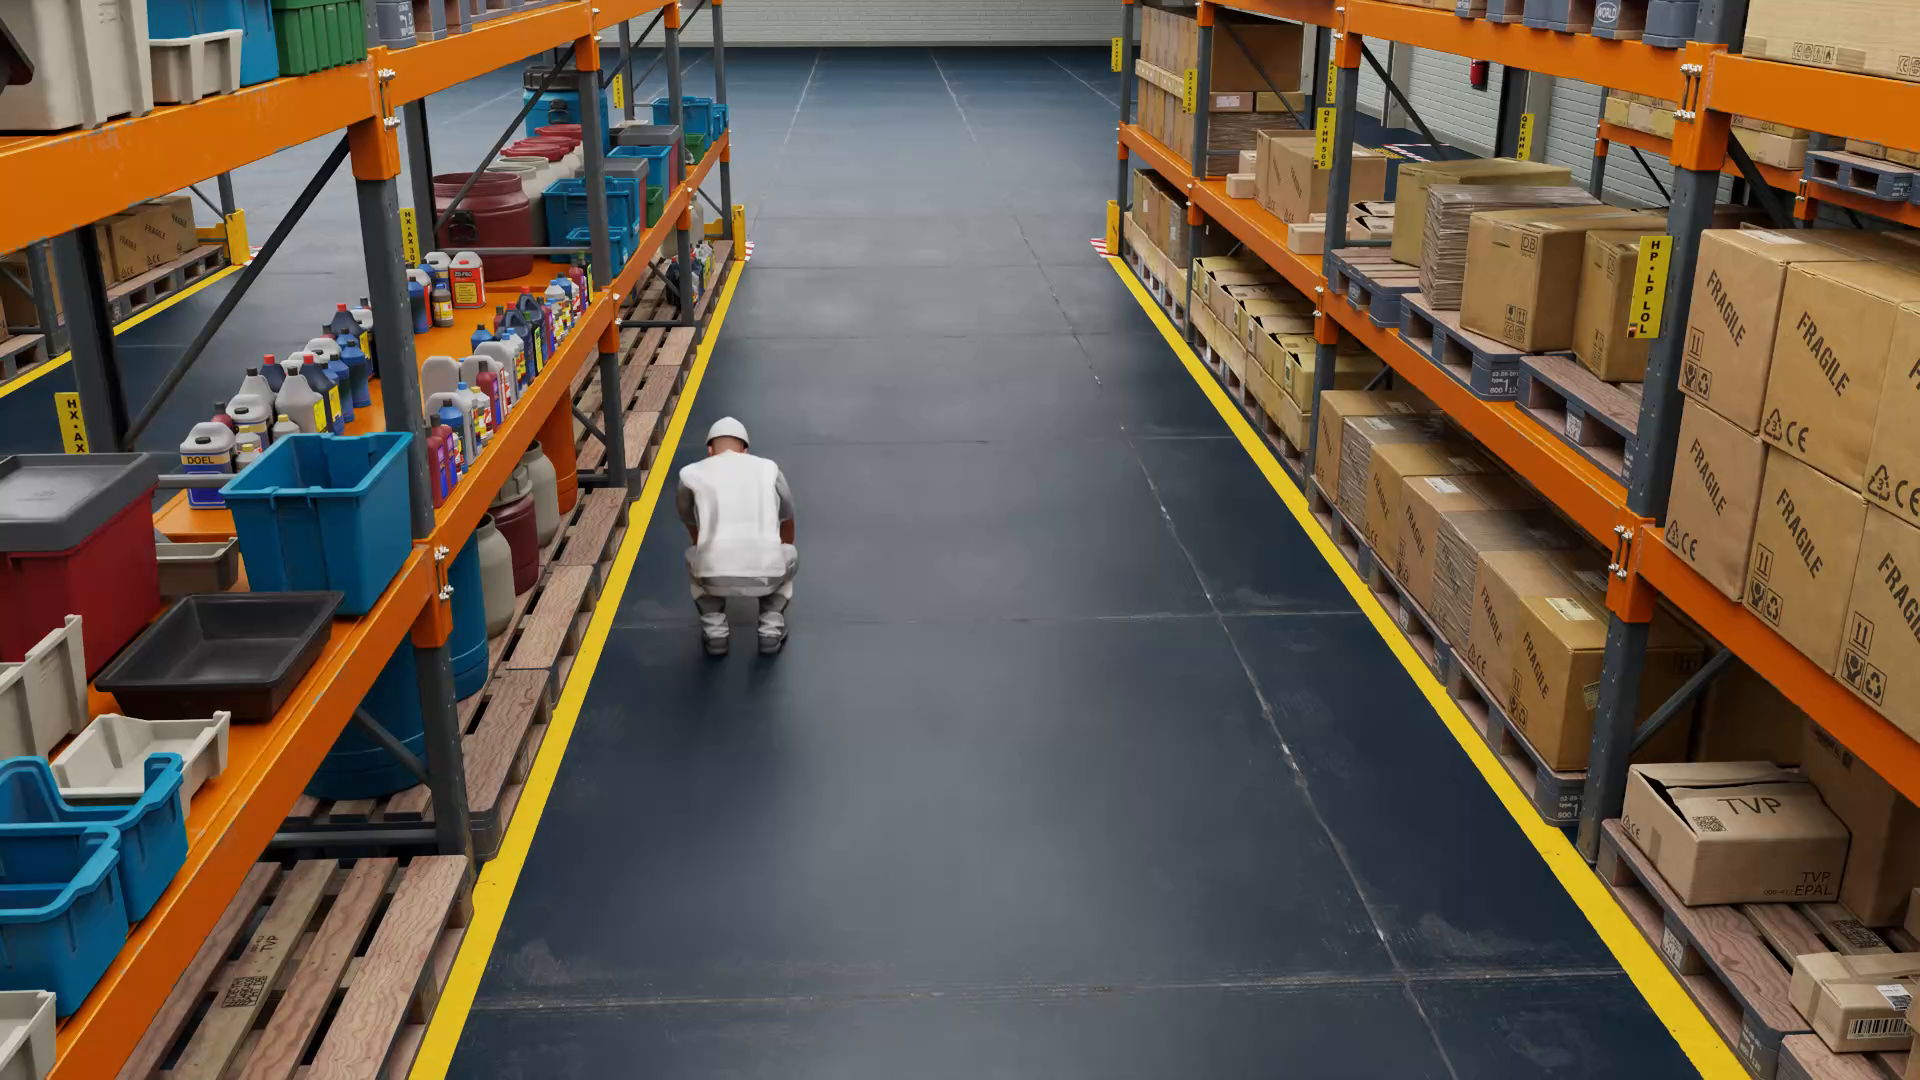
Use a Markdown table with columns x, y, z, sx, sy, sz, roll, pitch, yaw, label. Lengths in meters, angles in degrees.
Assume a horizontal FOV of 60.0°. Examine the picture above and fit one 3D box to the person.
| x | y | z | sx | sy | sz | roll | pitch | yaw | label |
| --- | --- | --- | --- | --- | --- | --- | --- | --- | --- |
| -1.044 | -0.022 | 7.770 | 0.569 | 0.990 | 0.884 | -1 | 20 | -3 | person |
